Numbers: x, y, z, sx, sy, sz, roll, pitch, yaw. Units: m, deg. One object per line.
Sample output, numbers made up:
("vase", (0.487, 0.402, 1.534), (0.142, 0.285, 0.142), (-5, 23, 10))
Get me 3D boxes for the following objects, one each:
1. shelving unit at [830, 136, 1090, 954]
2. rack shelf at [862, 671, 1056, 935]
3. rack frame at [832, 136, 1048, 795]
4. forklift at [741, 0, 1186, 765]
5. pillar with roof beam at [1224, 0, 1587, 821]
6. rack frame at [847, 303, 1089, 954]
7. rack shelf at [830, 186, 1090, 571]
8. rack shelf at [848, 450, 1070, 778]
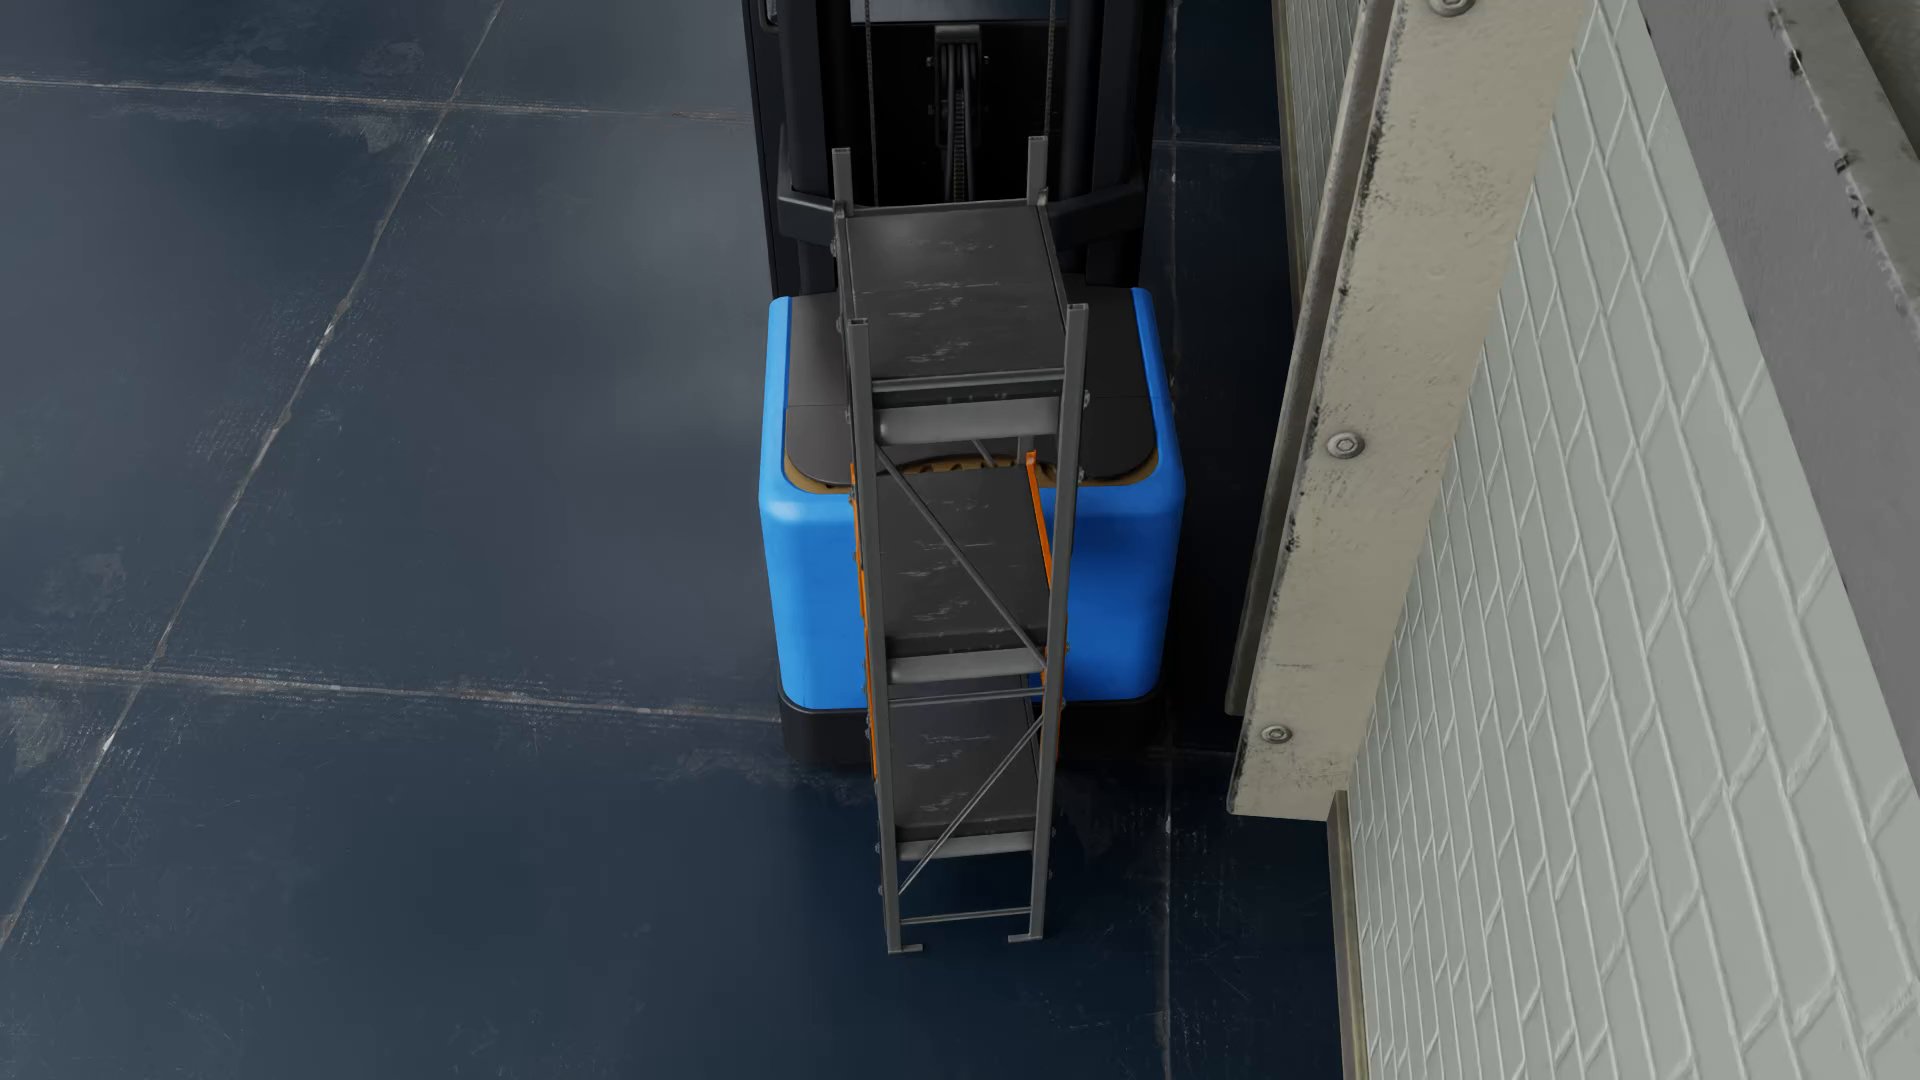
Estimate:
("shelving unit", (-0.011, 0.157, 3.684), (0.431, 2.100, 0.503), (-4, 48, -4))
("rack shelf", (-0.011, 0.638, 4.210), (0.431, 0.518, 0.480), (-4, 48, -4))
("rack frame", (-0.037, -0.023, 3.848), (0.400, 2.100, 0.015), (-4, 48, -4))
("forklift", (-0.025, -1.449, 4.589), (1.130, 2.935, 3.031), (-2, 48, -2))
("pillar with roof beam", (-3.383, -2.712, 1.632), (9.100, 9.000, 0.400), (4, 48, 4))
("rack frame", (0.014, 0.336, 3.520), (0.400, 2.100, 0.015), (-4, 48, -4))
("rack shelf", (-0.011, -0.307, 3.177), (0.431, 0.518, 0.480), (-4, 48, -4))
("rack shelf", (-0.011, 0.166, 3.694), (0.431, 0.518, 0.480), (-4, 48, -4))
